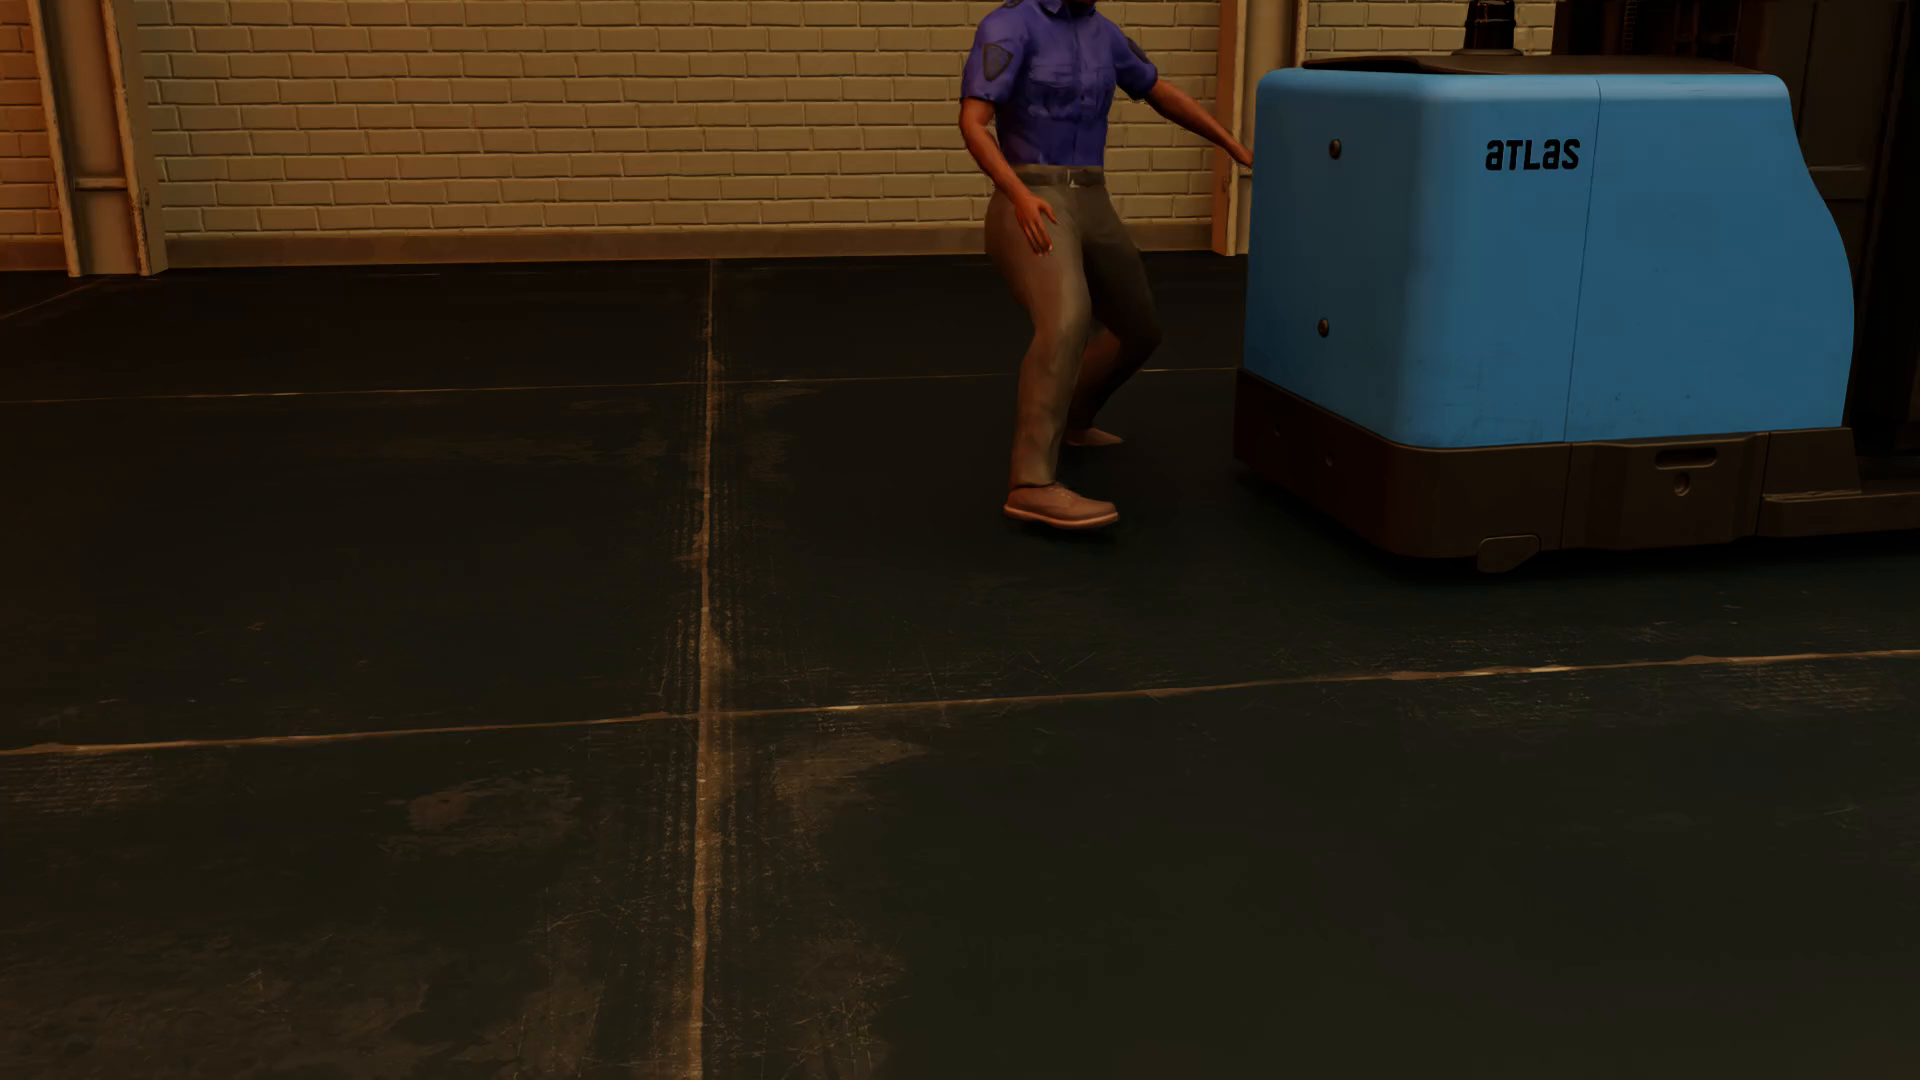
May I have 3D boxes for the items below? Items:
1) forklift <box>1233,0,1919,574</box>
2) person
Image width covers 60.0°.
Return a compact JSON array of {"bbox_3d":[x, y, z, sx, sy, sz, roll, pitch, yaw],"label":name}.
[{"bbox_3d":[2.306,-1.531,3.966,3.031,2.935,1.130,-4,17,-12],"label":"forklift"},{"bbox_3d":[0.329,-0.840,4.267,0.933,1.522,0.868,-15,22,-41],"label":"person"}]
